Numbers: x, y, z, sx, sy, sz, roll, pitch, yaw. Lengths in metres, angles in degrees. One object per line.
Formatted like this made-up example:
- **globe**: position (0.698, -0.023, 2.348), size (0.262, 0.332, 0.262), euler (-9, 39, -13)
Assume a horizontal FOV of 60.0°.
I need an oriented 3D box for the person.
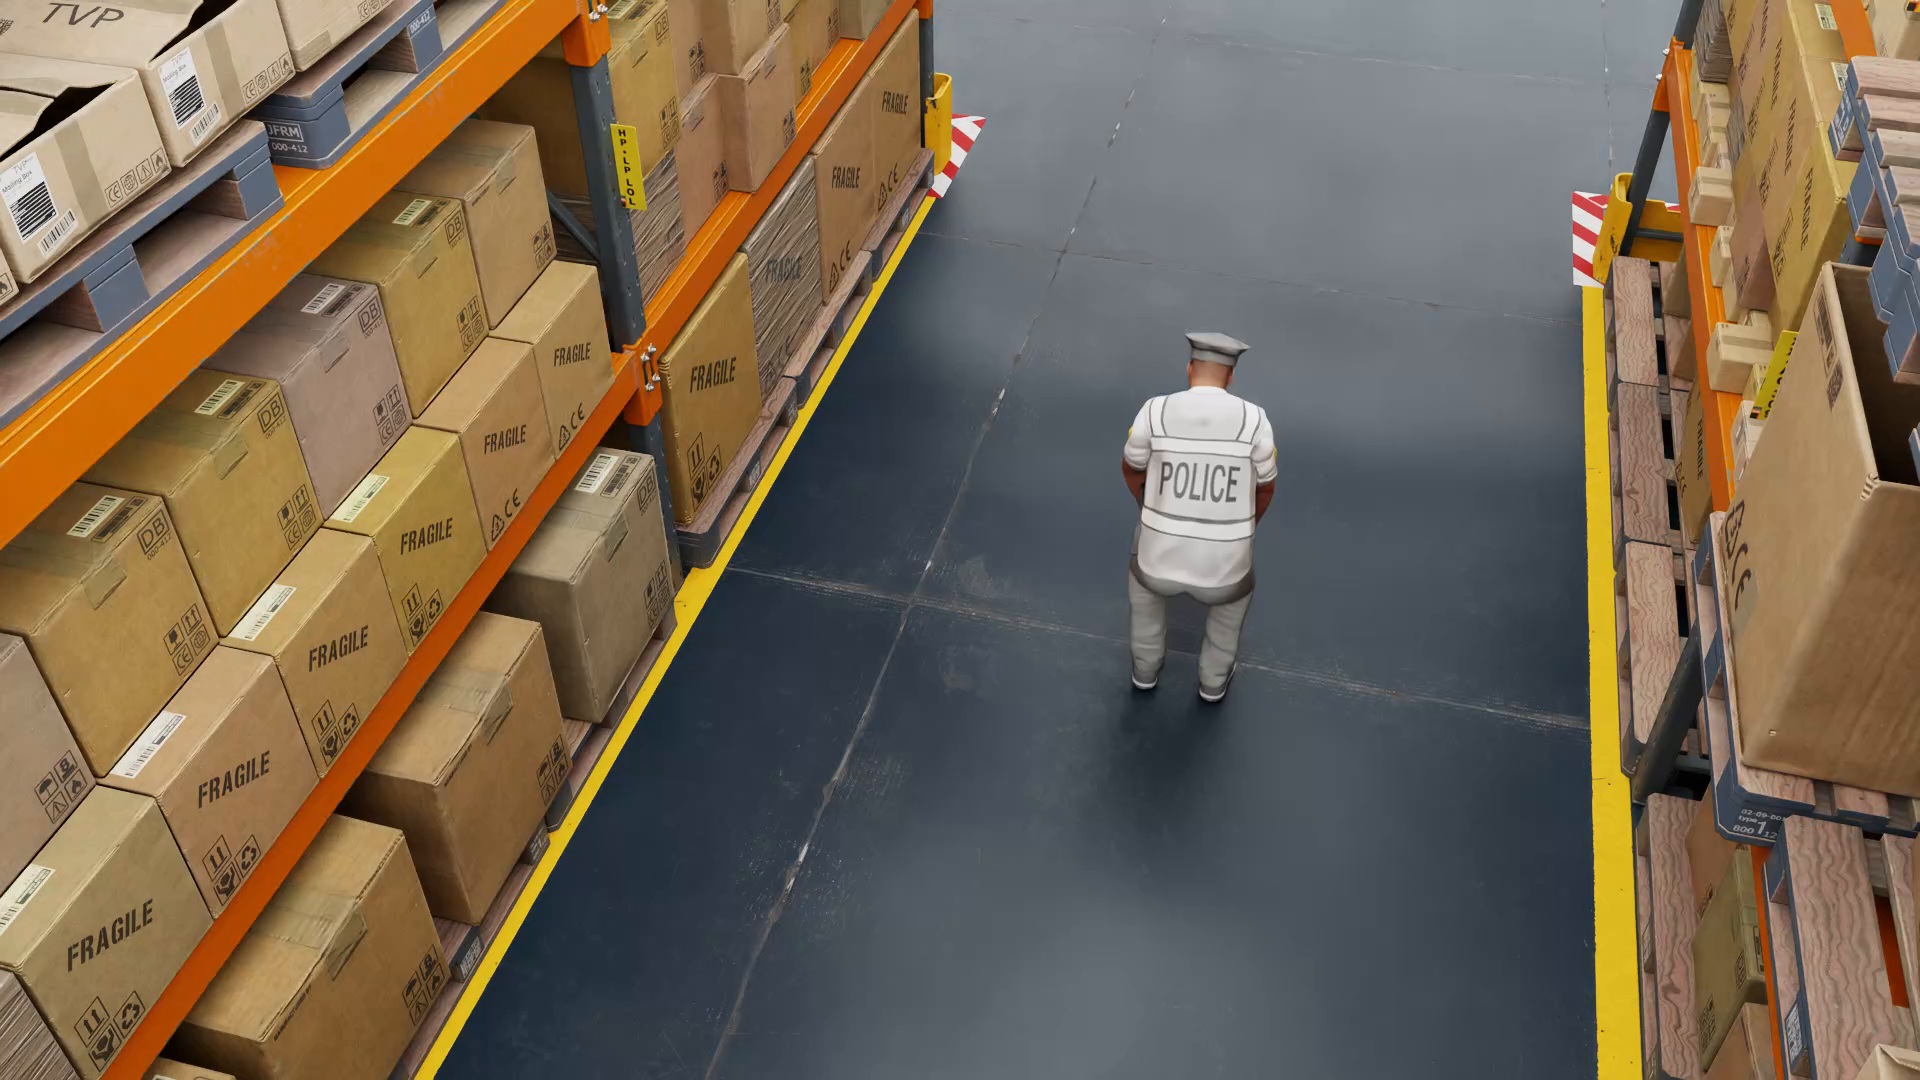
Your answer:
- **person**: position (0.891, -0.054, 6.439), size (0.590, 1.469, 0.771), euler (10, 42, 12)
